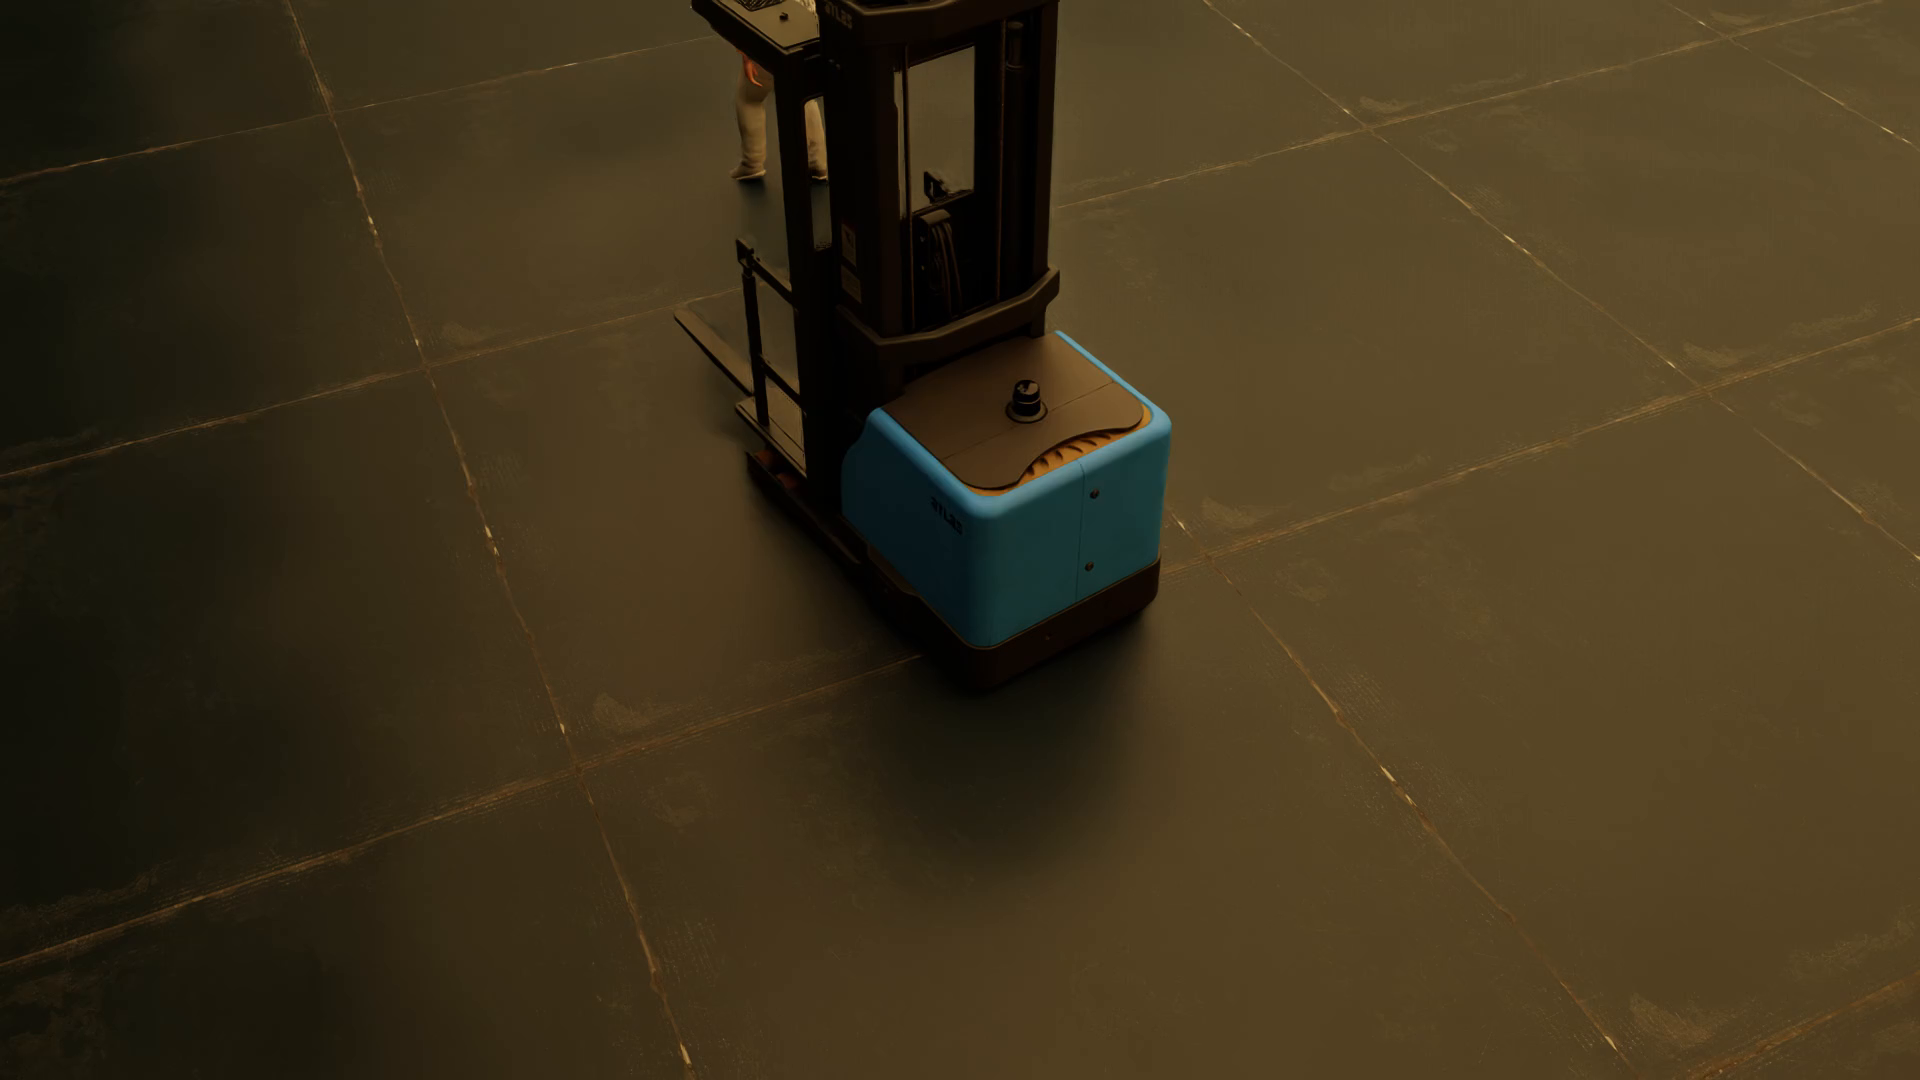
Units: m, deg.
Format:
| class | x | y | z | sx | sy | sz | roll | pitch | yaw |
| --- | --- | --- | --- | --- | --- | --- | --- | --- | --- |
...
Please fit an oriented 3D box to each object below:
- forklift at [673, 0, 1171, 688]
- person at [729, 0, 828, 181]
| class | x | y | z | sx | sy | sz | roll | pitch | yaw |
| --- | --- | --- | --- | --- | --- | --- | --- | --- | --- |
| forklift | -0.376 | -1.412 | 7.193 | 1.130 | 2.935 | 3.031 | -26 | 49 | -25 |
| person | -1.074 | -2.897 | 9.703 | 0.627 | 1.813 | 0.534 | -29 | 50 | -27 |
